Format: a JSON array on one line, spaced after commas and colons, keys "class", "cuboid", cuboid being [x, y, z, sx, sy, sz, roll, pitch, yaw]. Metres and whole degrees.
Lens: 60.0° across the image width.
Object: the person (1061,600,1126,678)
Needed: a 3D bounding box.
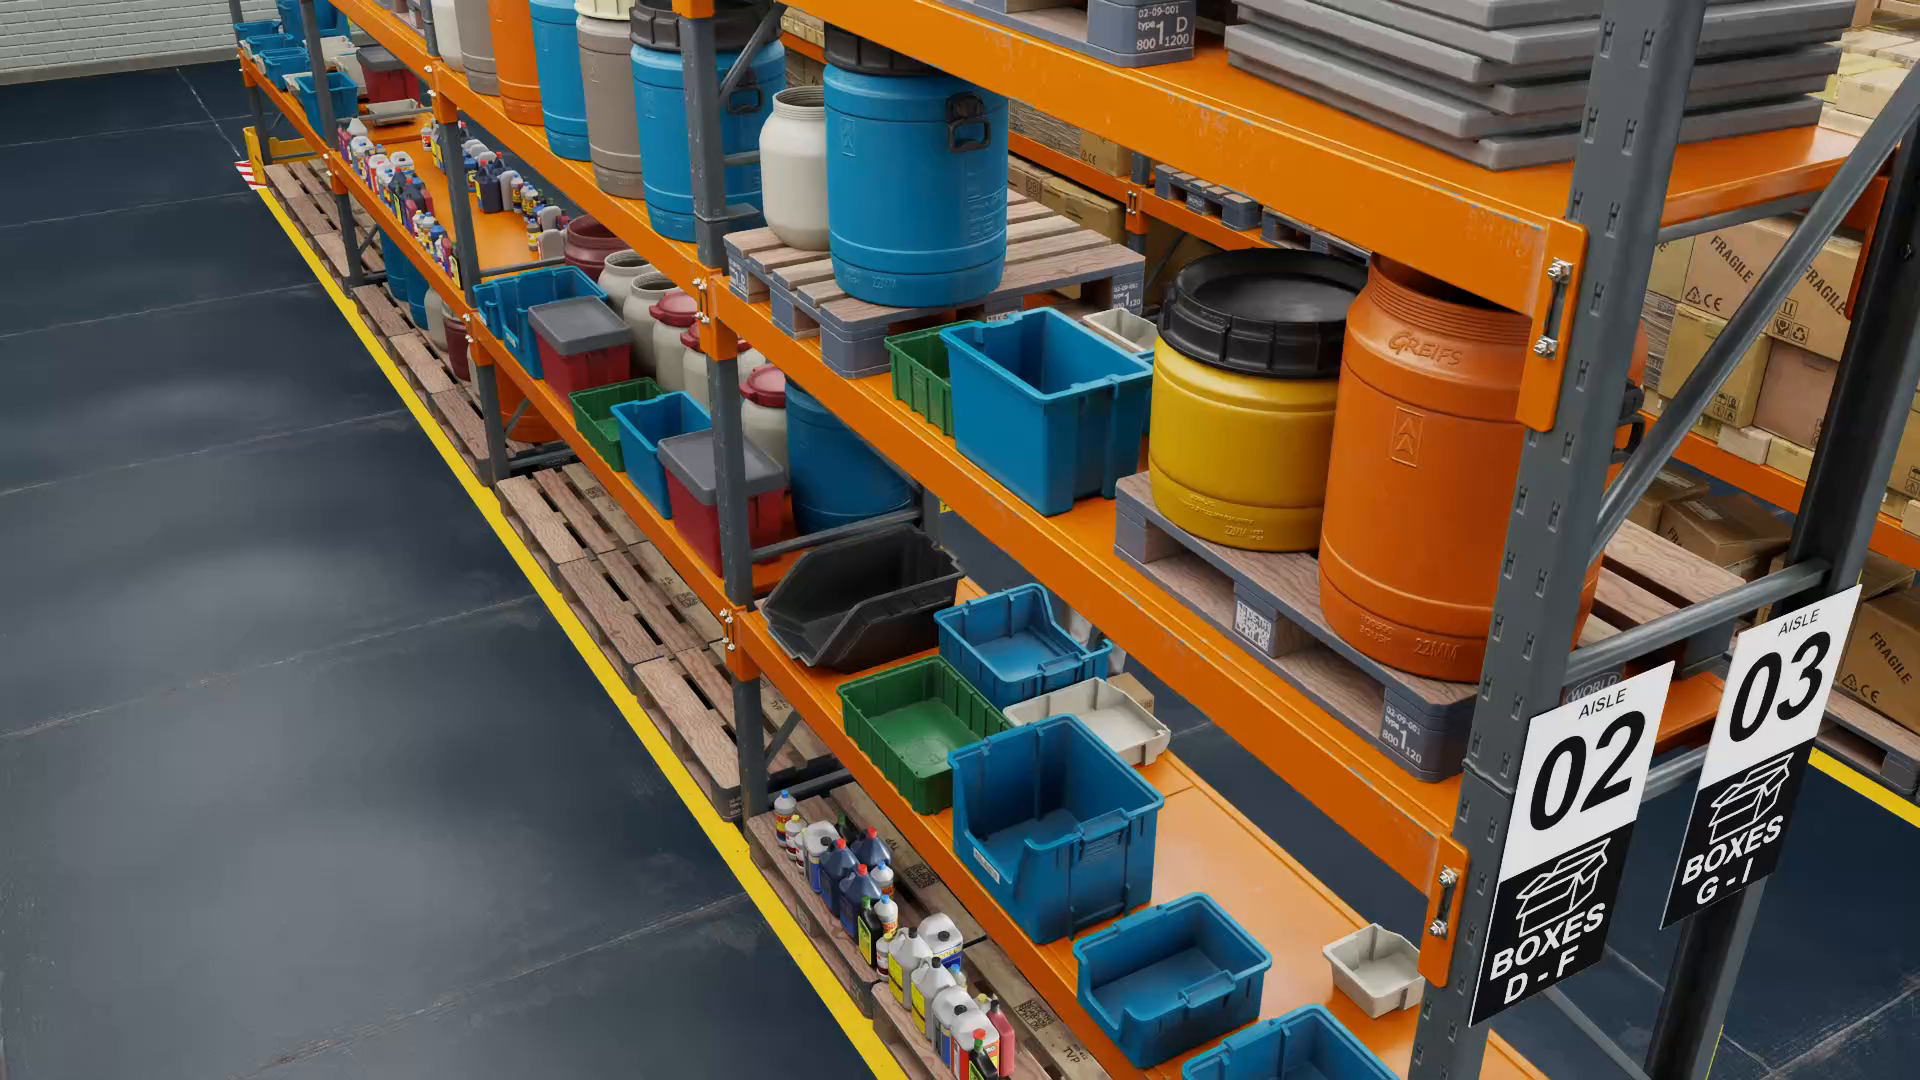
[{"class": "person", "cuboid": [0.694, 0.140, 8.306, 0.487, 1.673, 0.356, -13, 32, -22]}]
